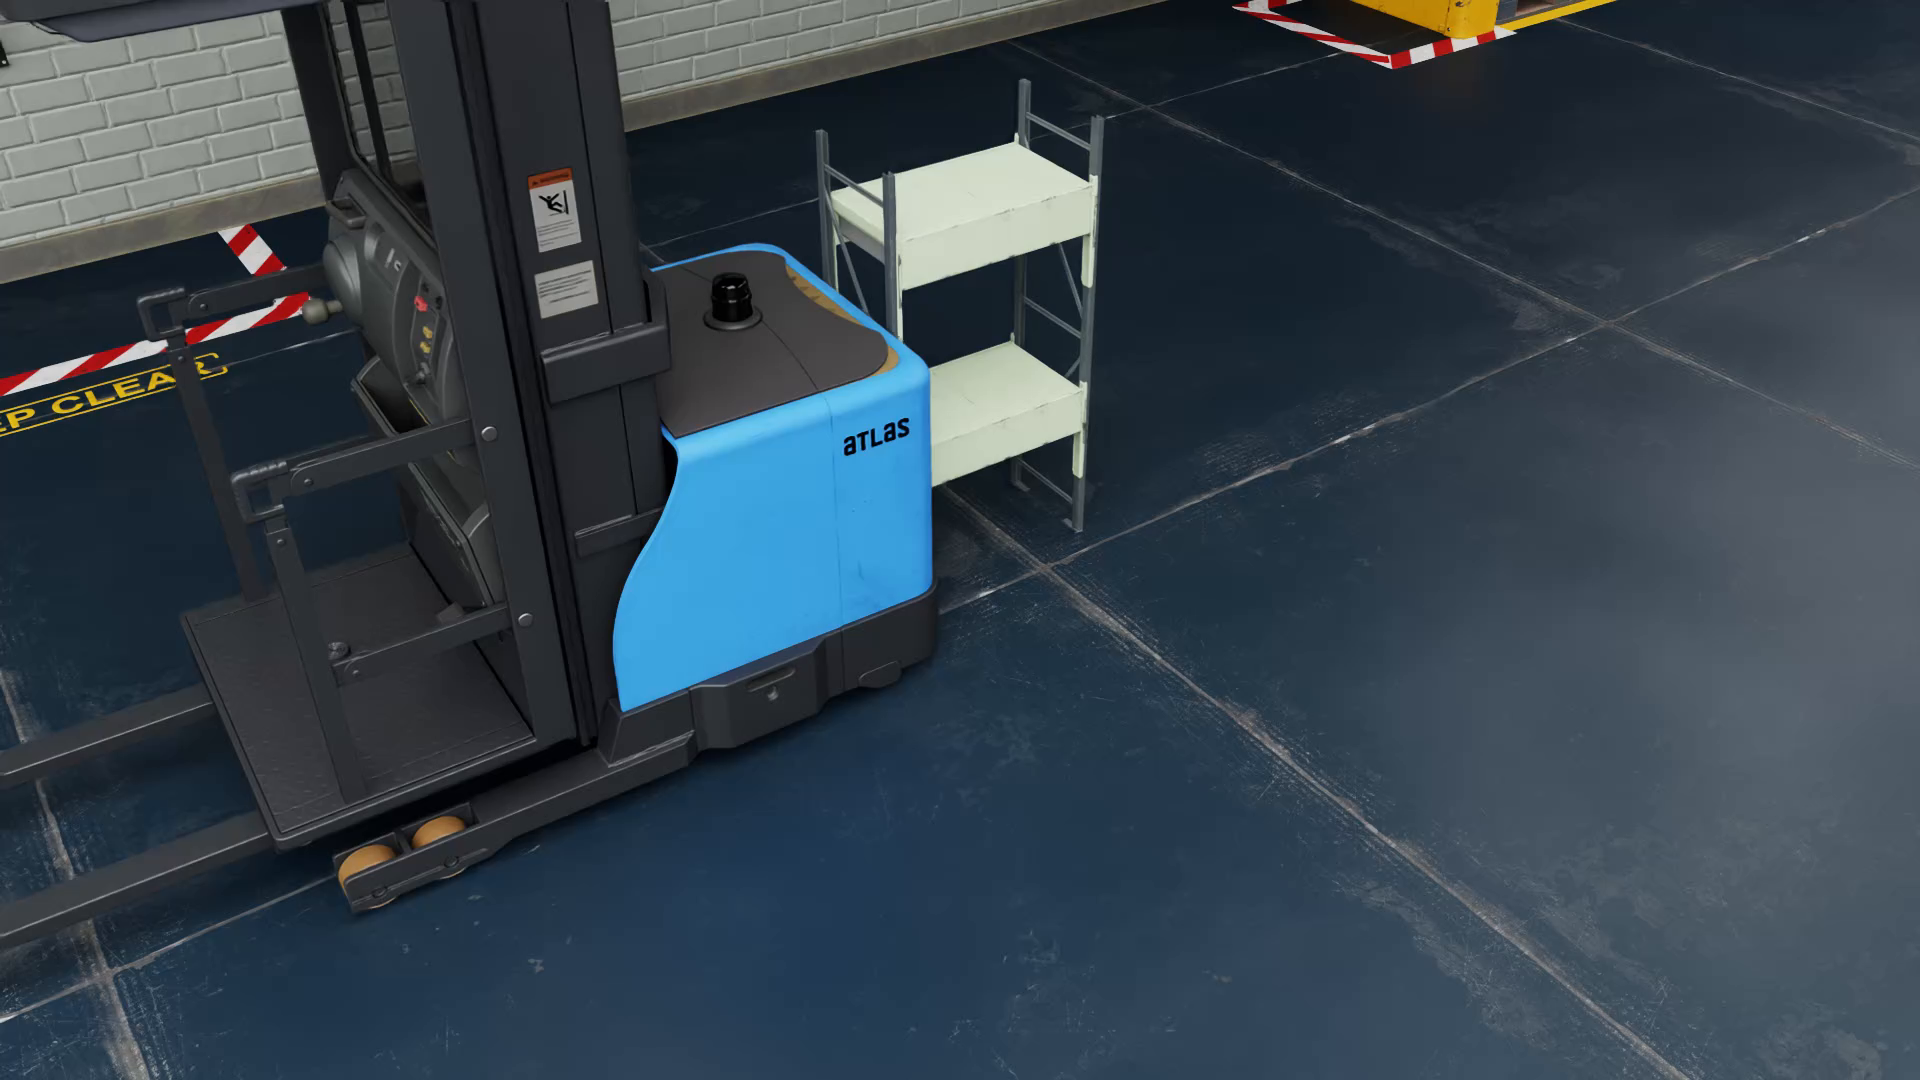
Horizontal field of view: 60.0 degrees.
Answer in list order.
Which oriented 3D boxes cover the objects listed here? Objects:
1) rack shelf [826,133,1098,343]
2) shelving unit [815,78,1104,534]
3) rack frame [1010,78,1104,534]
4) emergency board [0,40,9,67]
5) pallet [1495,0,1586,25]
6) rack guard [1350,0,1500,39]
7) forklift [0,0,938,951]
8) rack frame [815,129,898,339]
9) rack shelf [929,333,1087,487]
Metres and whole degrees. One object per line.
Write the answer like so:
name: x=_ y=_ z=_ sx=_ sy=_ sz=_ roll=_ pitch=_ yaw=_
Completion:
rack shelf: x=0.003 y=-0.926 z=5.084 sx=0.720 sy=0.370 sz=0.431 roll=-22 pitch=41 yaw=-27
shelving unit: x=0.003 y=-0.609 z=5.312 sx=0.755 sy=1.500 sz=0.431 roll=-22 pitch=41 yaw=-27
rack frame: x=0.305 y=-0.729 z=5.480 sx=0.023 sy=1.500 sz=0.400 roll=-22 pitch=41 yaw=-27
emergency board: x=-4.162 y=-2.309 z=6.392 sx=0.643 sy=1.169 sz=0.194 roll=-22 pitch=41 yaw=-28
pallet: x=3.457 y=-3.642 z=10.633 sx=1.213 sy=0.211 sz=1.003 roll=-22 pitch=41 yaw=-28
rack guard: x=2.772 y=-3.503 z=10.192 sx=0.348 sy=0.500 sz=1.175 roll=-22 pitch=41 yaw=-28
forklift: x=-1.583 y=-0.570 z=4.033 sx=3.031 sy=2.935 sz=1.130 roll=-21 pitch=41 yaw=-26
rack frame: x=-0.299 y=-0.488 z=5.144 sx=0.023 sy=1.500 sz=0.400 roll=-22 pitch=41 yaw=-27
rack shelf: x=0.003 y=-0.344 z=5.502 sx=0.720 sy=0.370 sz=0.431 roll=-22 pitch=41 yaw=-27
